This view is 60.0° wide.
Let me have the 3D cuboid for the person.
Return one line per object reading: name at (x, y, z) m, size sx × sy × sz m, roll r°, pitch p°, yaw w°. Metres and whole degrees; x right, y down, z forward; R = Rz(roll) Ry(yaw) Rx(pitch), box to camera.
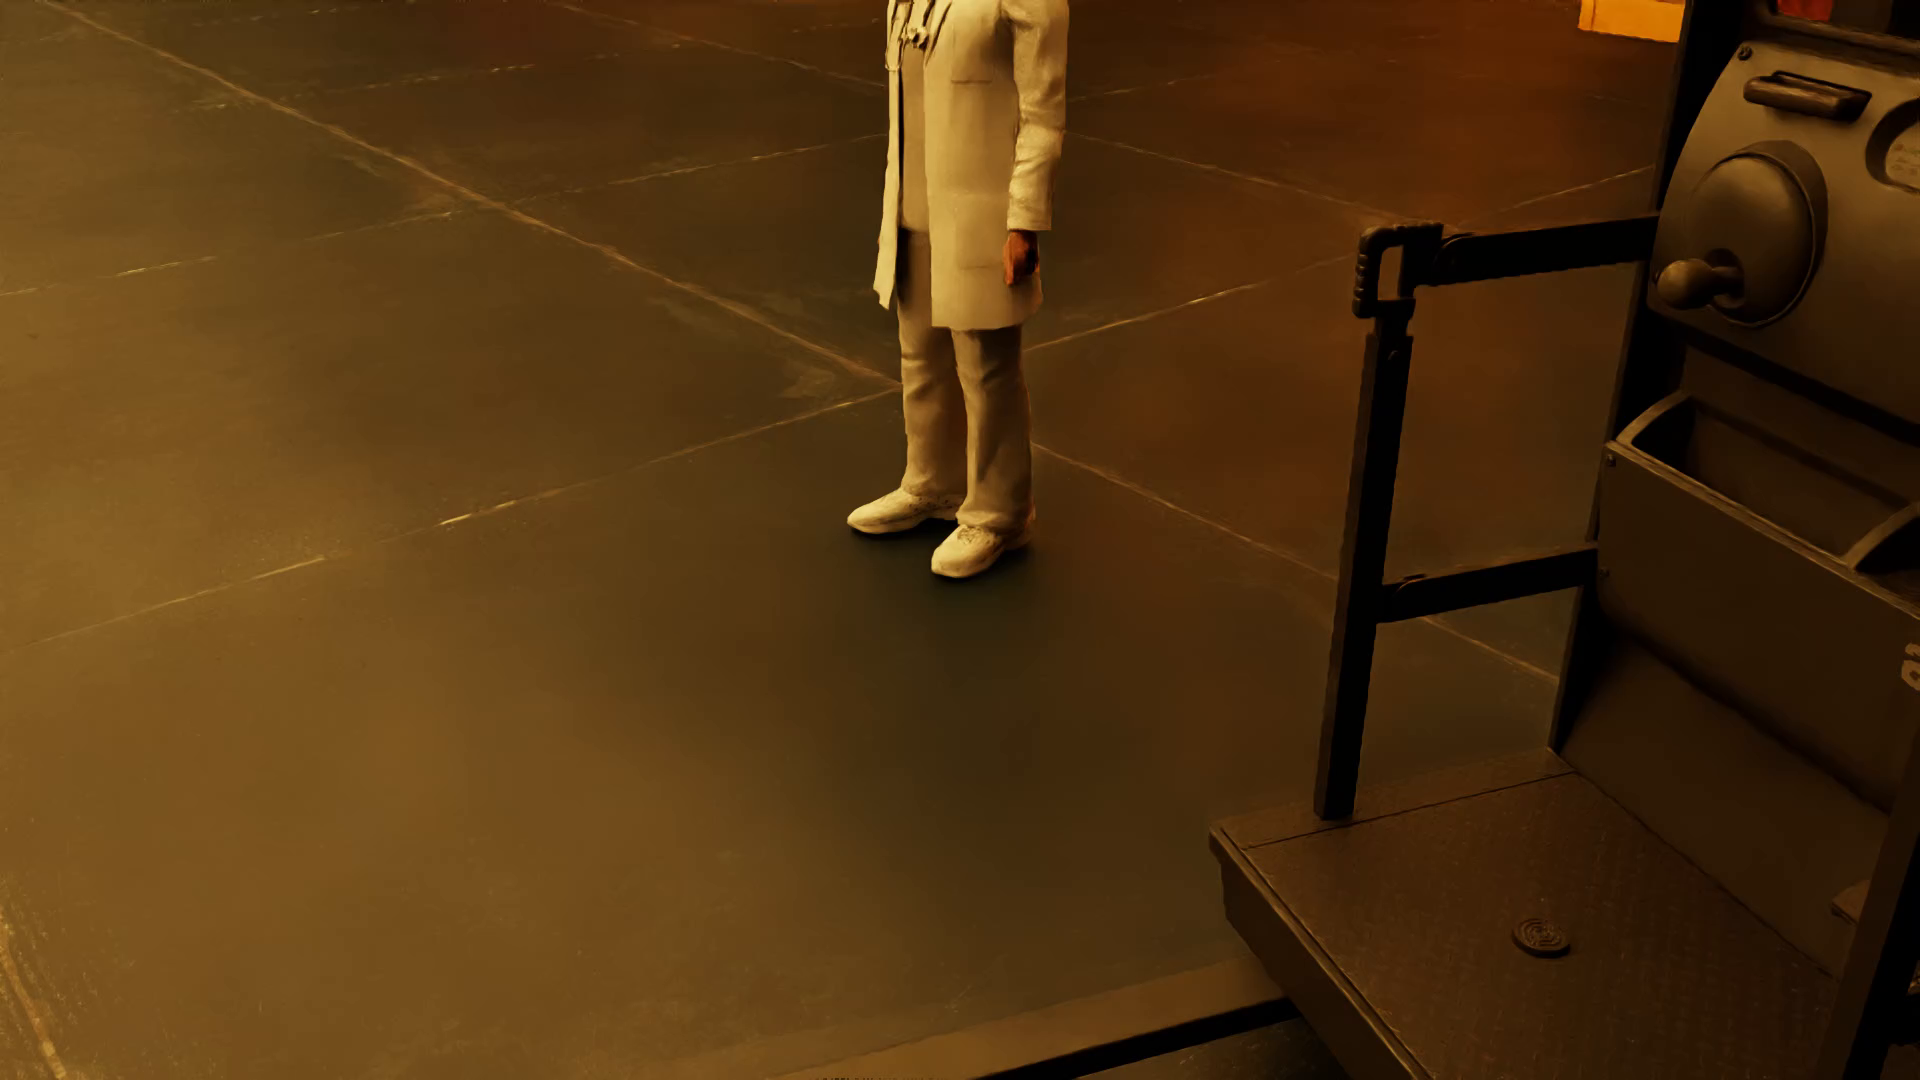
person at (-0.019, -0.791, 4.088) m, size 0.377 × 1.783 × 0.558 m, roll -20°, pitch 33°, yaw -35°
